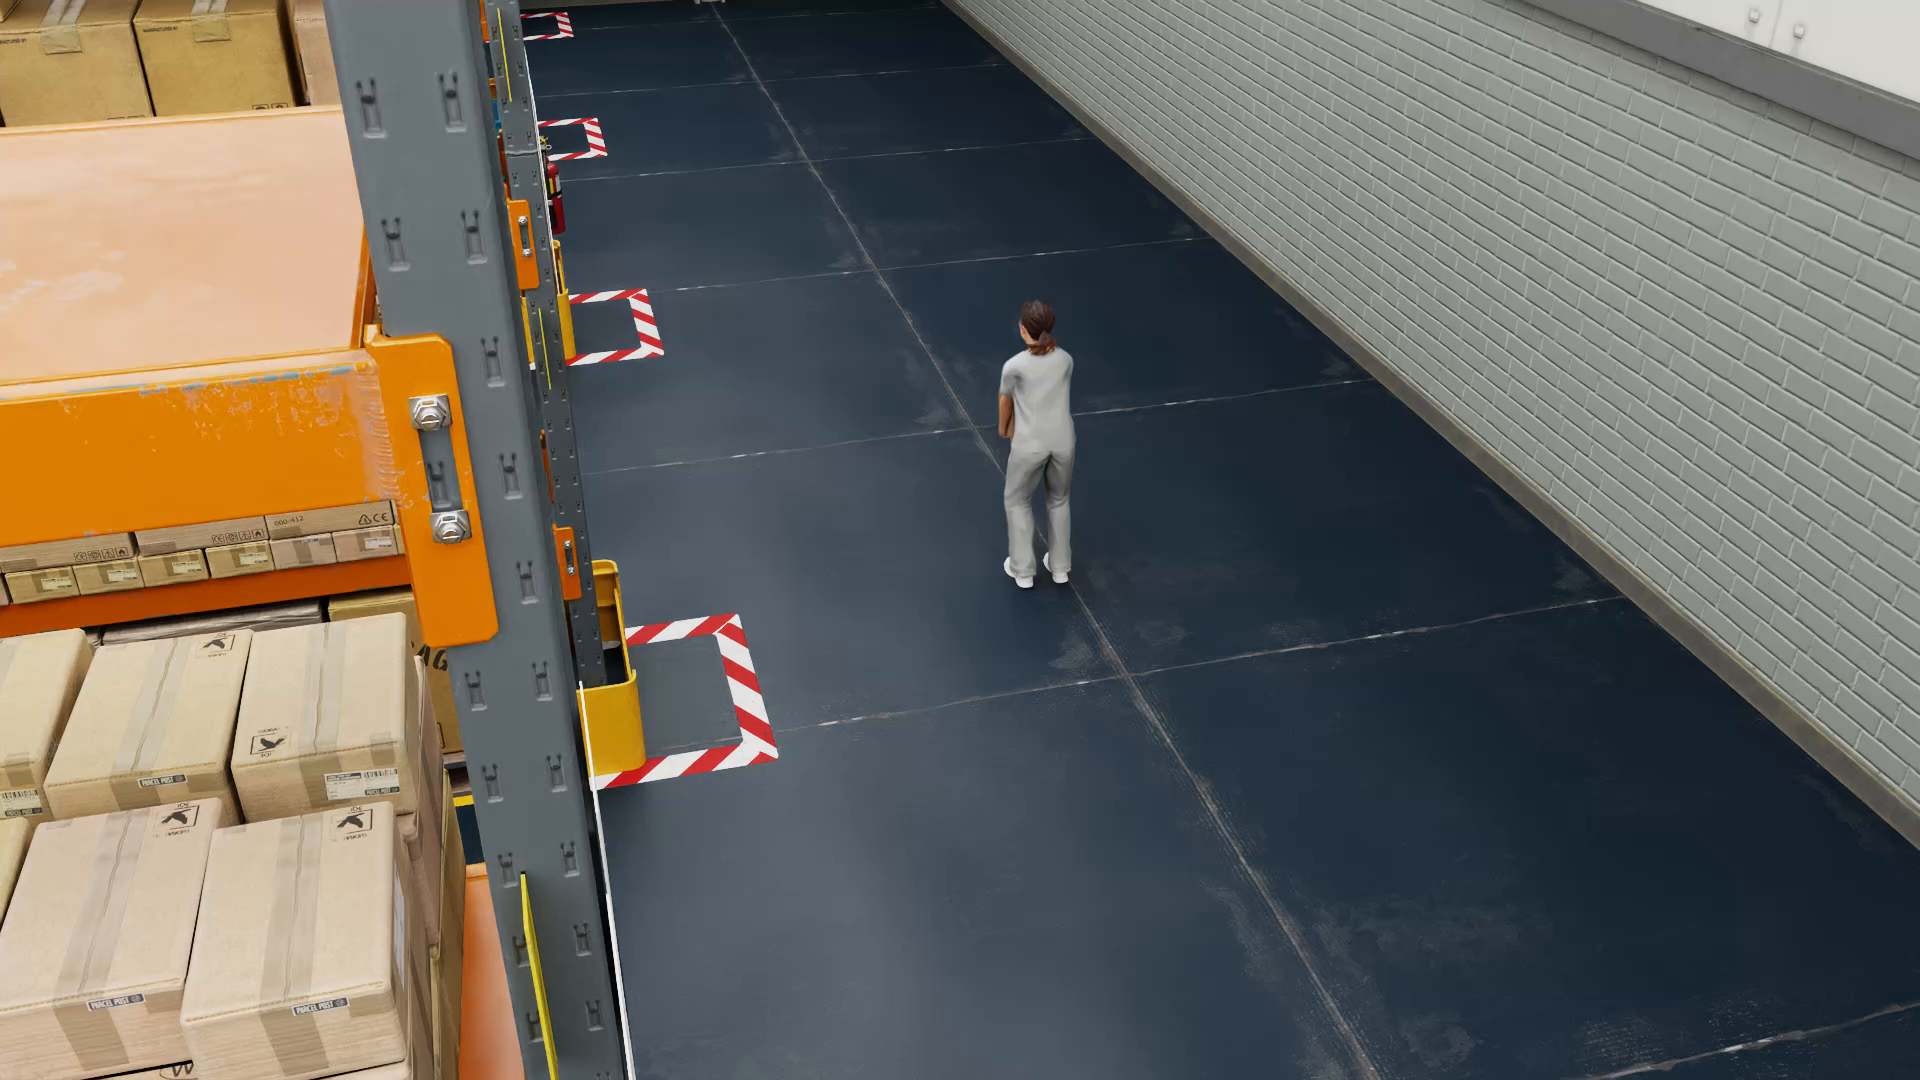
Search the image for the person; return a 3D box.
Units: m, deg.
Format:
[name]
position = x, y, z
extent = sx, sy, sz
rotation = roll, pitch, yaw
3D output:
[person]
position = 0.413, -0.548, 9.196
extent = 0.410, 1.656, 0.519
rotation = -8, 31, -14
